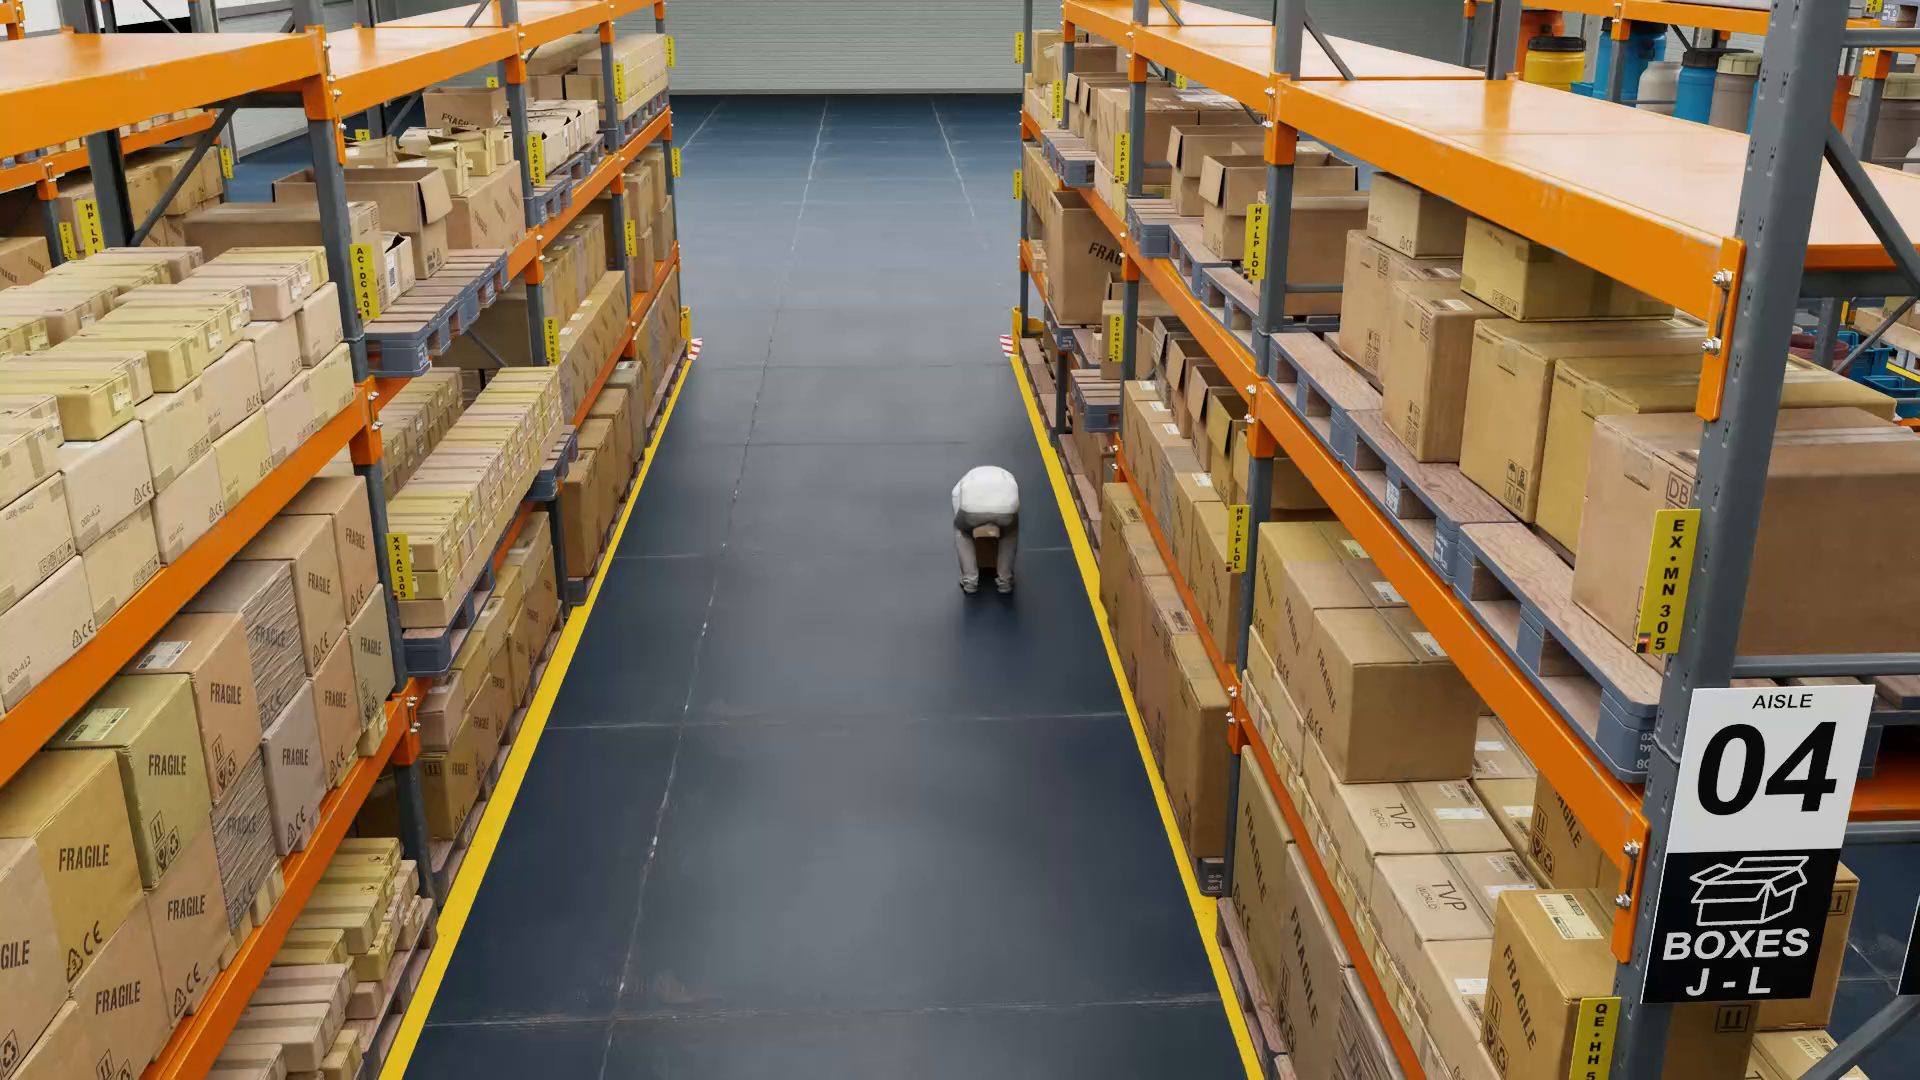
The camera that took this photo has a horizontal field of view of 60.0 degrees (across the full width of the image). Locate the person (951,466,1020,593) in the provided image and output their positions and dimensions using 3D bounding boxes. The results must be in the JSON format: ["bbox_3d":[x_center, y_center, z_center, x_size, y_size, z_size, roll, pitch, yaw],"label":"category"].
[{"bbox_3d":[0.195,-0.138,12.626,0.511,0.925,0.975,-1,20,-3],"label":"person"}]
